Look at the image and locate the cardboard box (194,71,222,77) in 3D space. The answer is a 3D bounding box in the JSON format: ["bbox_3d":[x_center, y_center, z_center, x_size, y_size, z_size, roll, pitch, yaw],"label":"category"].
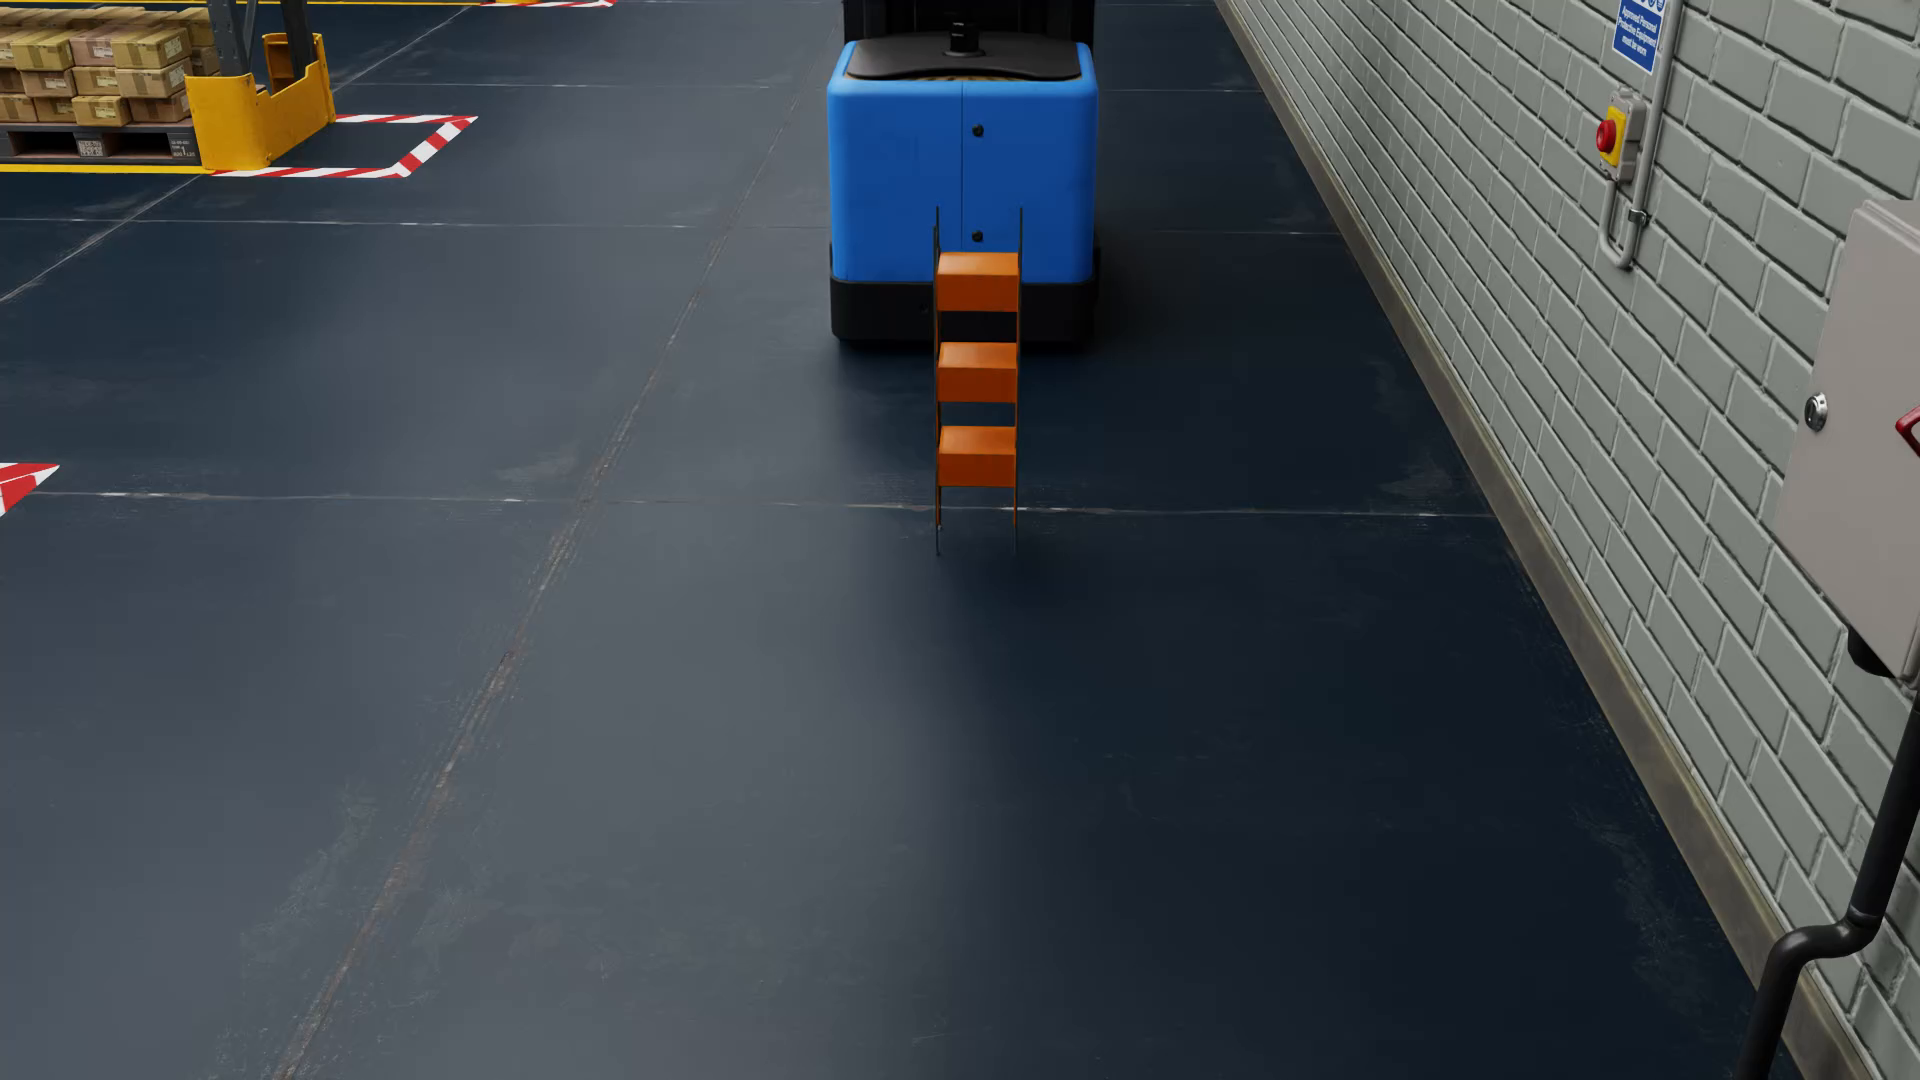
[{"bbox_3d":[-4.383,-2.690,9.717,0.250,0.149,0.380,2,28,3],"label":"cardboard box"}]

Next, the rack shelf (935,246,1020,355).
[{"bbox_3d":[0.053,-0.704,4.874,0.240,0.259,0.215,1,28,2],"label":"rack shelf"}]

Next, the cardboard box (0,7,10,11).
[{"bbox_3d":[-5.698,-2.974,9.619,0.250,0.149,0.380,1,28,3],"label":"cardboard box"}]

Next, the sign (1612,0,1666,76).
[{"bbox_3d":[1.755,-1.345,4.297,0.001,0.218,0.327,1,28,2],"label":"sign"}]

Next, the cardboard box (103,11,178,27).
[{"bbox_3d":[-4.662,-2.910,9.497,0.250,0.149,0.380,1,28,3],"label":"cardboard box"}]

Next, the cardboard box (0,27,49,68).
[{"bbox_3d":[-5.177,-2.694,9.090,0.250,0.149,0.380,0,28,0],"label":"cardboard box"}]

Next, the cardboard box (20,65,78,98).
[{"bbox_3d":[-4.927,-2.546,9.127,0.250,0.149,0.380,0,28,0],"label":"cardboard box"}]

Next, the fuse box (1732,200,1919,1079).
[{"bbox_3d":[1.472,0.346,2.771,0.414,1.711,0.539,1,28,2],"label":"fuse box"}]

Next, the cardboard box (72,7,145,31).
[{"bbox_3d":[-4.909,-2.974,9.618,0.250,0.149,0.380,1,28,2],"label":"cardboard box"}]

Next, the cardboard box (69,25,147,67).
[{"bbox_3d":[-4.658,-2.715,9.130,0.250,0.149,0.380,1,28,3],"label":"cardboard box"}]

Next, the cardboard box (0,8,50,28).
[{"bbox_3d":[-5.437,-2.949,9.570,0.250,0.149,0.380,2,28,4],"label":"cardboard box"}]

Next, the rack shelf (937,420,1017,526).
[{"bbox_3d":[0.054,-0.208,5.138,0.240,0.259,0.215,1,28,2],"label":"rack shelf"}]

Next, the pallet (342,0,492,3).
[{"bbox_3d":[-4.396,-4.670,13.834,1.213,0.211,1.003,1,28,2],"label":"pallet"}]

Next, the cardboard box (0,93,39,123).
[{"bbox_3d":[-5.173,-2.442,9.249,0.250,0.149,0.380,1,28,2],"label":"cardboard box"}]

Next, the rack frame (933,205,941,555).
[{"bbox_3d":[-0.068,-0.465,5.006,0.008,1.050,0.200,1,28,2],"label":"rack frame"}]

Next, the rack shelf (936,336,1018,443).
[{"bbox_3d":[0.053,-0.454,5.007,0.240,0.259,0.215,1,28,2],"label":"rack shelf"}]

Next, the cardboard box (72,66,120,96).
[{"bbox_3d":[-4.667,-2.567,9.169,0.250,0.149,0.380,0,28,1],"label":"cardboard box"}]

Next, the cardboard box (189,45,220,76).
[{"bbox_3d":[-4.385,-2.792,9.591,0.250,0.149,0.380,2,28,4],"label":"cardboard box"}]

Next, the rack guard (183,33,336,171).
[{"bbox_3d":[-3.946,-2.502,9.437,0.348,0.500,1.175,1,28,2],"label":"rack guard"}]

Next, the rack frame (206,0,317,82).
[{"bbox_3d":[-3.870,-3.605,8.849,0.127,3.000,1.000,1,28,2],"label":"rack frame"}]

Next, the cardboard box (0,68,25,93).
[{"bbox_3d":[-5.192,-2.598,9.227,0.250,0.149,0.380,1,28,1],"label":"cardboard box"}]

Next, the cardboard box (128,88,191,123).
[{"bbox_3d":[-4.404,-2.442,9.250,0.250,0.149,0.380,1,28,3],"label":"cardboard box"}]

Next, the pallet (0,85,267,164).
[{"bbox_3d":[-4.757,-2.405,9.561,1.213,0.211,1.003,1,28,2],"label":"pallet"}]

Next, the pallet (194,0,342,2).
[{"bbox_3d":[-5.612,-4.691,13.875,1.213,0.211,1.003,1,28,2],"label":"pallet"}]

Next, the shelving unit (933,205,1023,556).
[{"bbox_3d":[0.053,-0.463,5.002,0.252,1.050,0.215,1,28,2],"label":"shelving unit"}]

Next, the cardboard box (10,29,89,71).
[{"bbox_3d":[-4.921,-2.660,9.026,0.250,0.149,0.380,0,28,1],"label":"cardboard box"}]

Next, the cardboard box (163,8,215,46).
[{"bbox_3d":[-4.382,-2.962,9.595,0.250,0.149,0.380,0,28,-1],"label":"cardboard box"}]

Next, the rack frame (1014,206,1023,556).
[{"bbox_3d":[0.175,-0.461,4.999,0.008,1.050,0.200,1,28,2],"label":"rack frame"}]

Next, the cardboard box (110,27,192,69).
[{"bbox_3d":[-4.408,-2.684,9.071,0.250,0.149,0.380,1,28,2],"label":"cardboard box"}]

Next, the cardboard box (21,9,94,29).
[{"bbox_3d":[-5.160,-2.940,9.553,0.250,0.149,0.380,0,28,-1],"label":"cardboard box"}]

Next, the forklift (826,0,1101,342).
[{"bbox_3d":[0.045,-2.726,7.263,1.130,2.935,3.031,1,28,1],"label":"forklift"}]

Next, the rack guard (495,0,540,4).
[{"bbox_3d":[-3.570,-4.821,13.810,0.348,0.500,1.175,1,28,2],"label":"rack guard"}]

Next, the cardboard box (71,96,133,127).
[{"bbox_3d":[-4.664,-2.399,9.169,0.250,0.149,0.380,2,28,3],"label":"cardboard box"}]

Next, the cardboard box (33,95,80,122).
[{"bbox_3d":[-4.925,-2.444,9.253,0.250,0.149,0.380,1,28,2],"label":"cardboard box"}]

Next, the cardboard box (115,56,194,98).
[{"bbox_3d":[-4.408,-2.538,9.113,0.250,0.149,0.380,0,28,0],"label":"cardboard box"}]

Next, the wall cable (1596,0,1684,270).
[{"bbox_3d":[1.692,-1.667,4.074,0.123,1.953,0.585,1,28,2],"label":"wall cable"}]
